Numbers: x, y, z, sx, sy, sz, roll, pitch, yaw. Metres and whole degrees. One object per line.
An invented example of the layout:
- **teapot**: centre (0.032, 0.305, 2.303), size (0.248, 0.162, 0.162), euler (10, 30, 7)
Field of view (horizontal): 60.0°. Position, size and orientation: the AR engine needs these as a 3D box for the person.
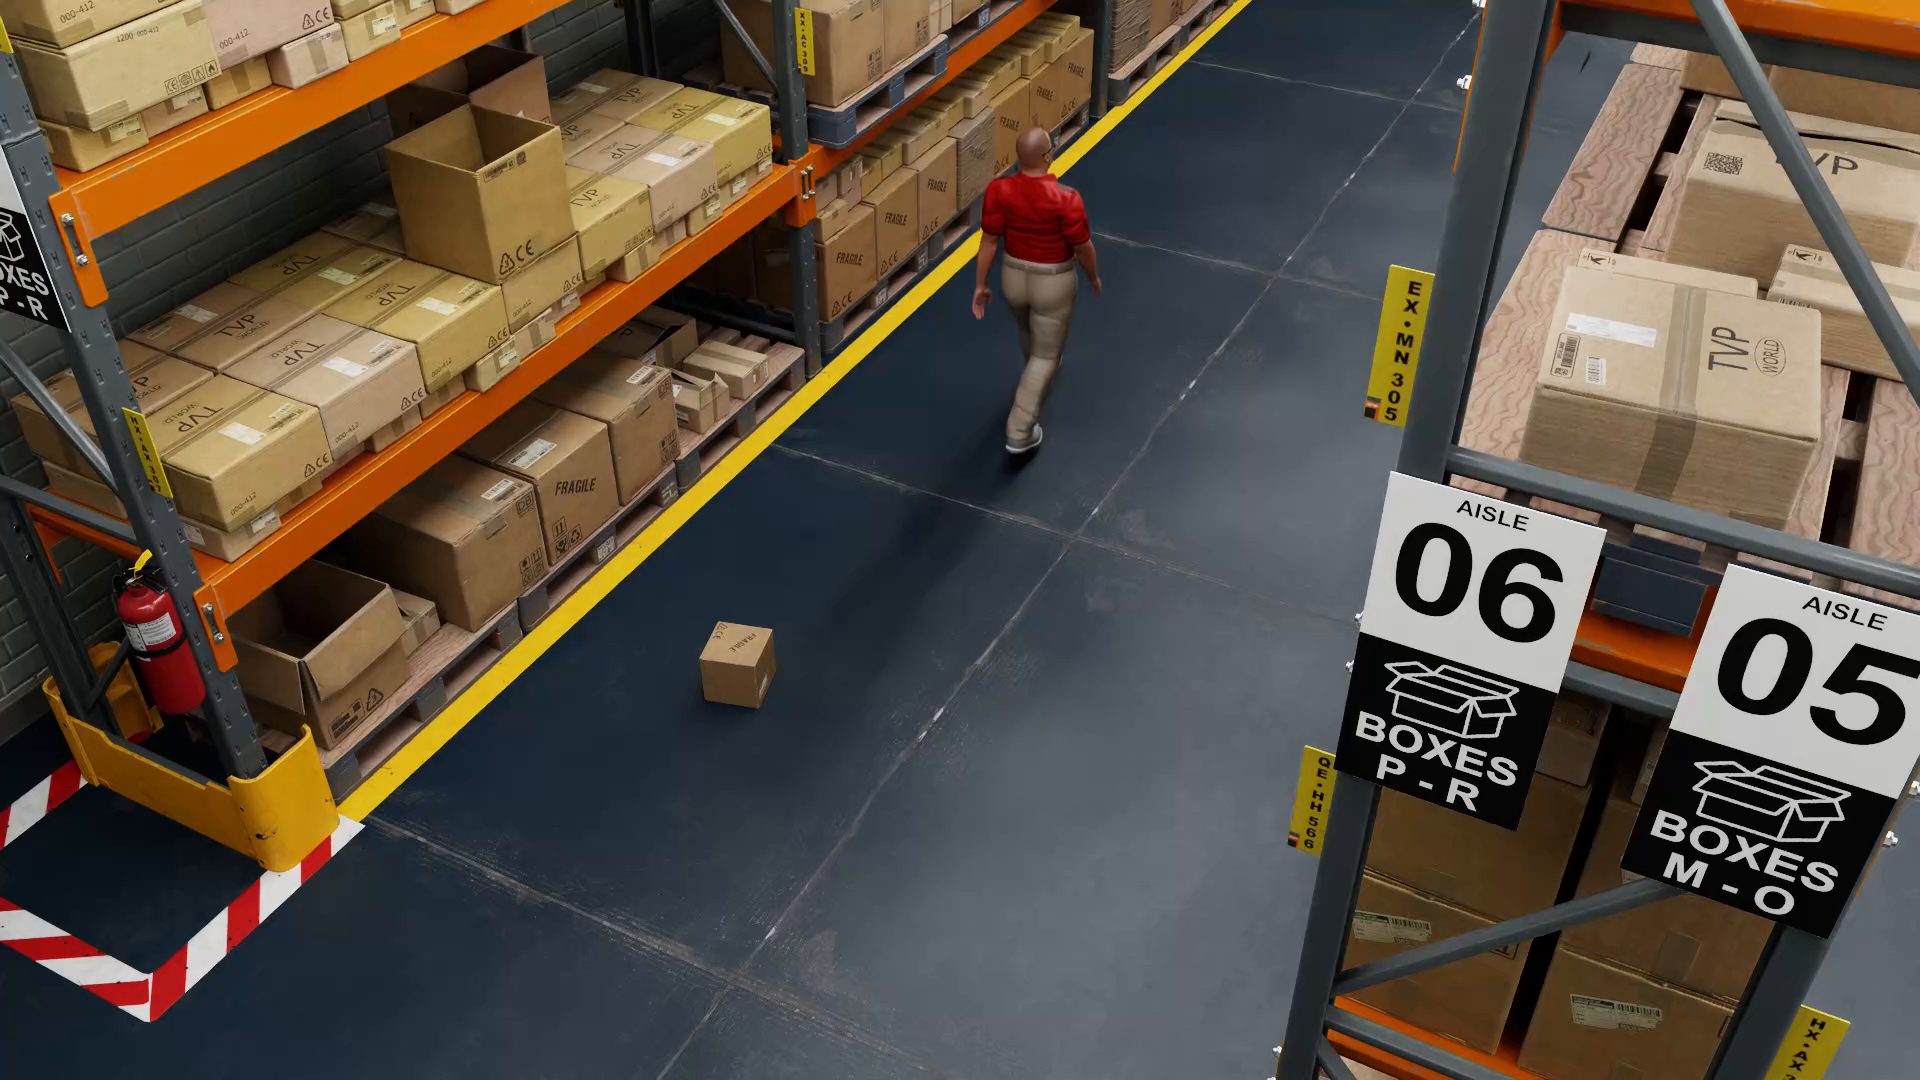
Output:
- **person**: centre (0.421, -1.343, 8.508), size (0.569, 1.671, 1.056), euler (18, 41, 22)
